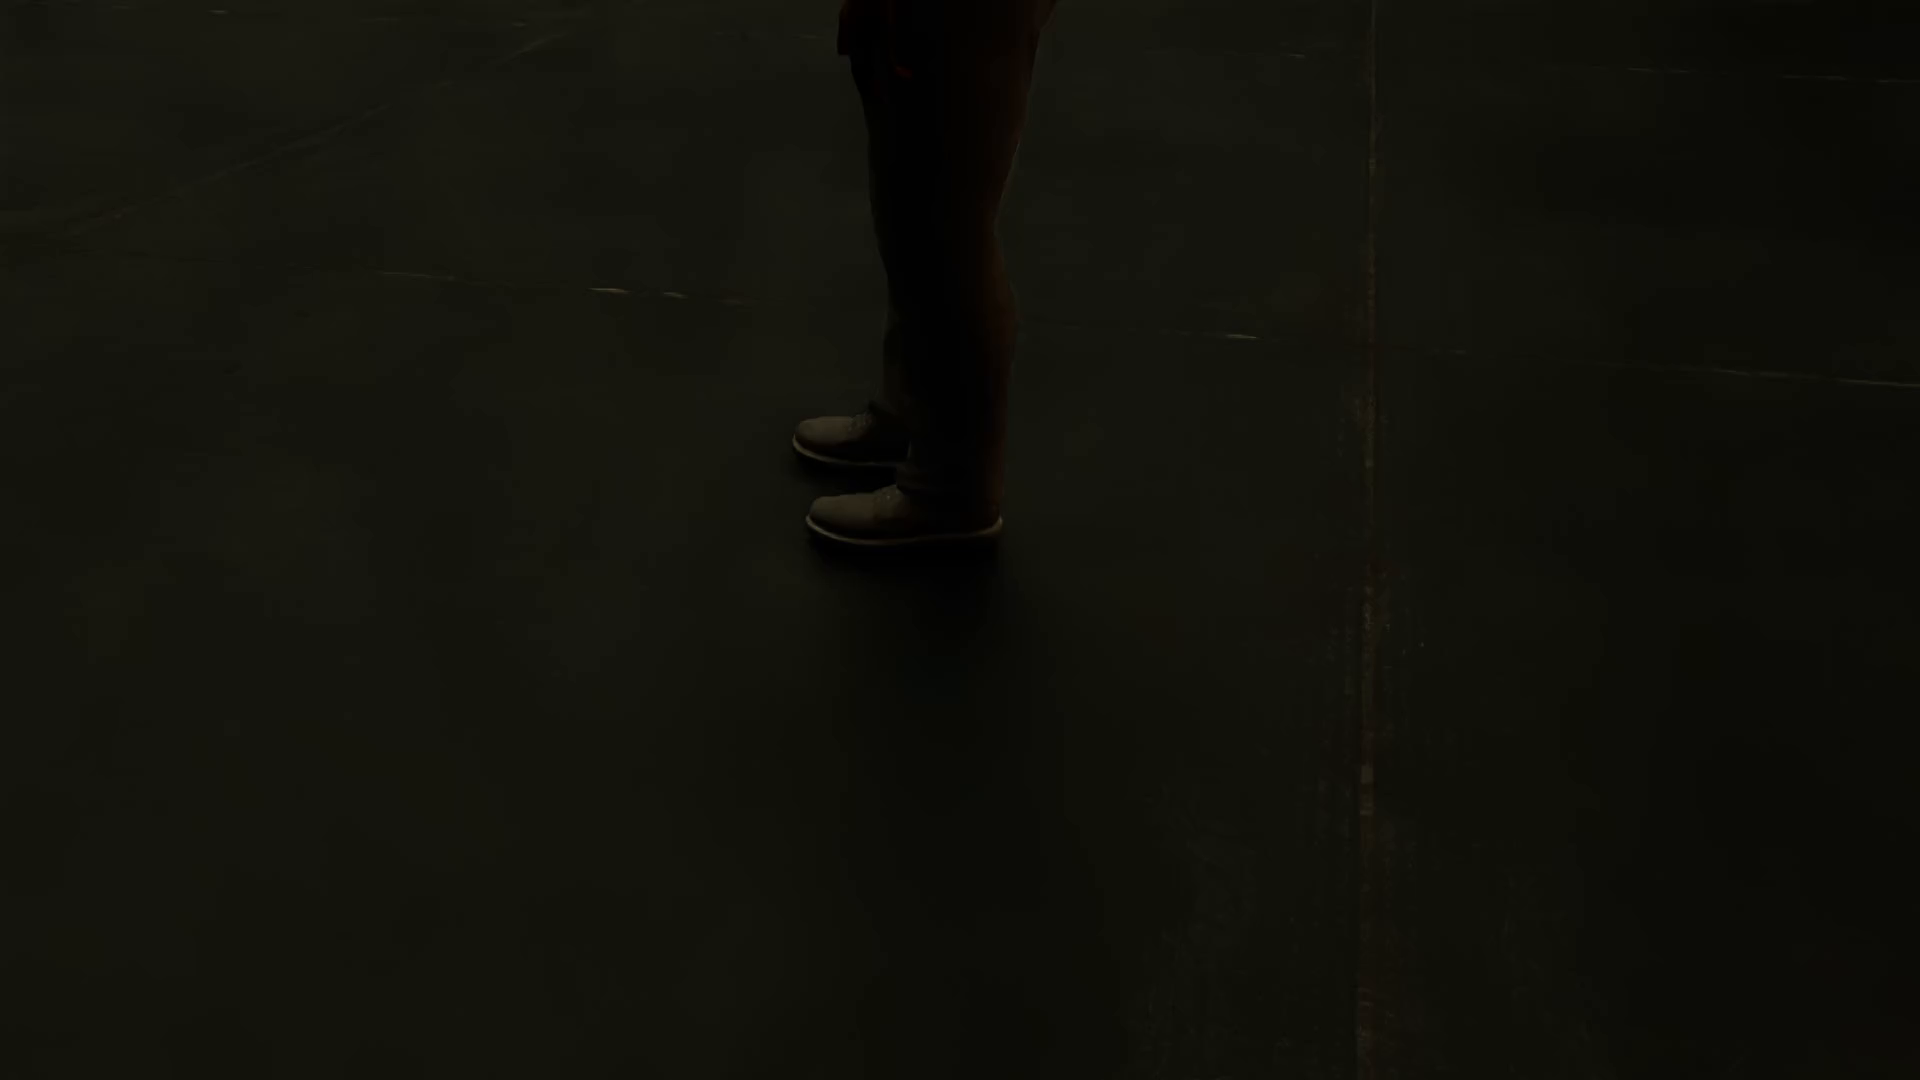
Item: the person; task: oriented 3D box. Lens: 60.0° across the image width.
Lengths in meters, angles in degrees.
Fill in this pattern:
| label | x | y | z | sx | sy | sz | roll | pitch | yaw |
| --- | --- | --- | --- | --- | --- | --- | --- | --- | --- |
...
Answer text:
| label | x | y | z | sx | sy | sz | roll | pitch | yaw |
| --- | --- | --- | --- | --- | --- | --- | --- | --- | --- |
| person | -0.069 | -0.778 | 2.147 | 0.529 | 1.693 | 0.570 | 6 | 27 | 11 |
